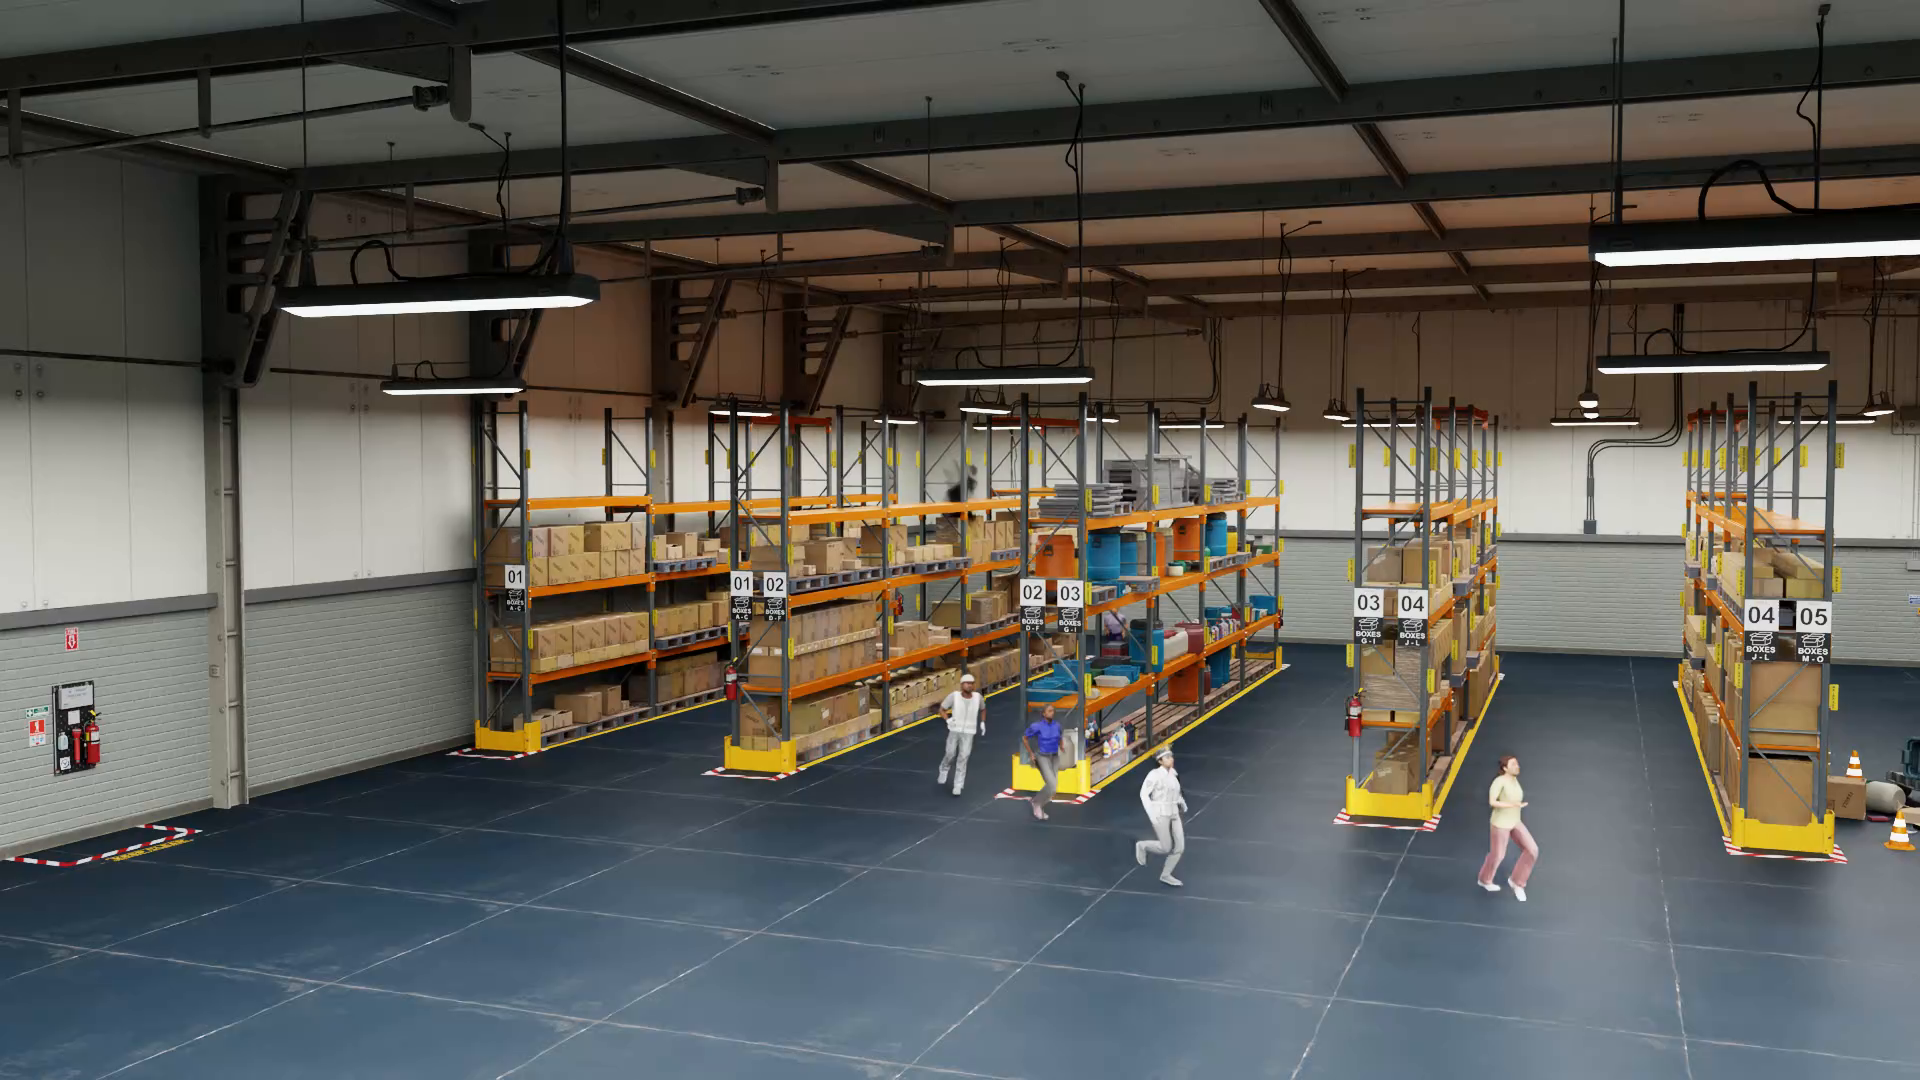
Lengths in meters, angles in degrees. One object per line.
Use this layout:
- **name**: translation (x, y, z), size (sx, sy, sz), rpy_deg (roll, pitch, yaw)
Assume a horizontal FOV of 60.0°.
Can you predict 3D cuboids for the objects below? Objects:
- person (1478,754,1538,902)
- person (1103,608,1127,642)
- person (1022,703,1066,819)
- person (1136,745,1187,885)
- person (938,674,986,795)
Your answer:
- **person**: translation (6.174, 3.265, 18.910), size (0.562, 1.660, 0.748), rpy_deg (-2, 3, -30)
- **person**: translation (3.643, 2.299, 39.096), size (0.550, 1.613, 0.731), rpy_deg (1, 3, 11)
- **person**: translation (1.225, 3.064, 22.955), size (0.558, 1.619, 0.610), rpy_deg (-2, 3, -37)
- **person**: translation (2.393, 3.228, 19.649), size (0.622, 1.637, 0.588), rpy_deg (-2, 4, -39)
- **person**: translation (0.054, 2.893, 25.009), size (0.743, 1.745, 0.979), rpy_deg (0, 3, -7)
